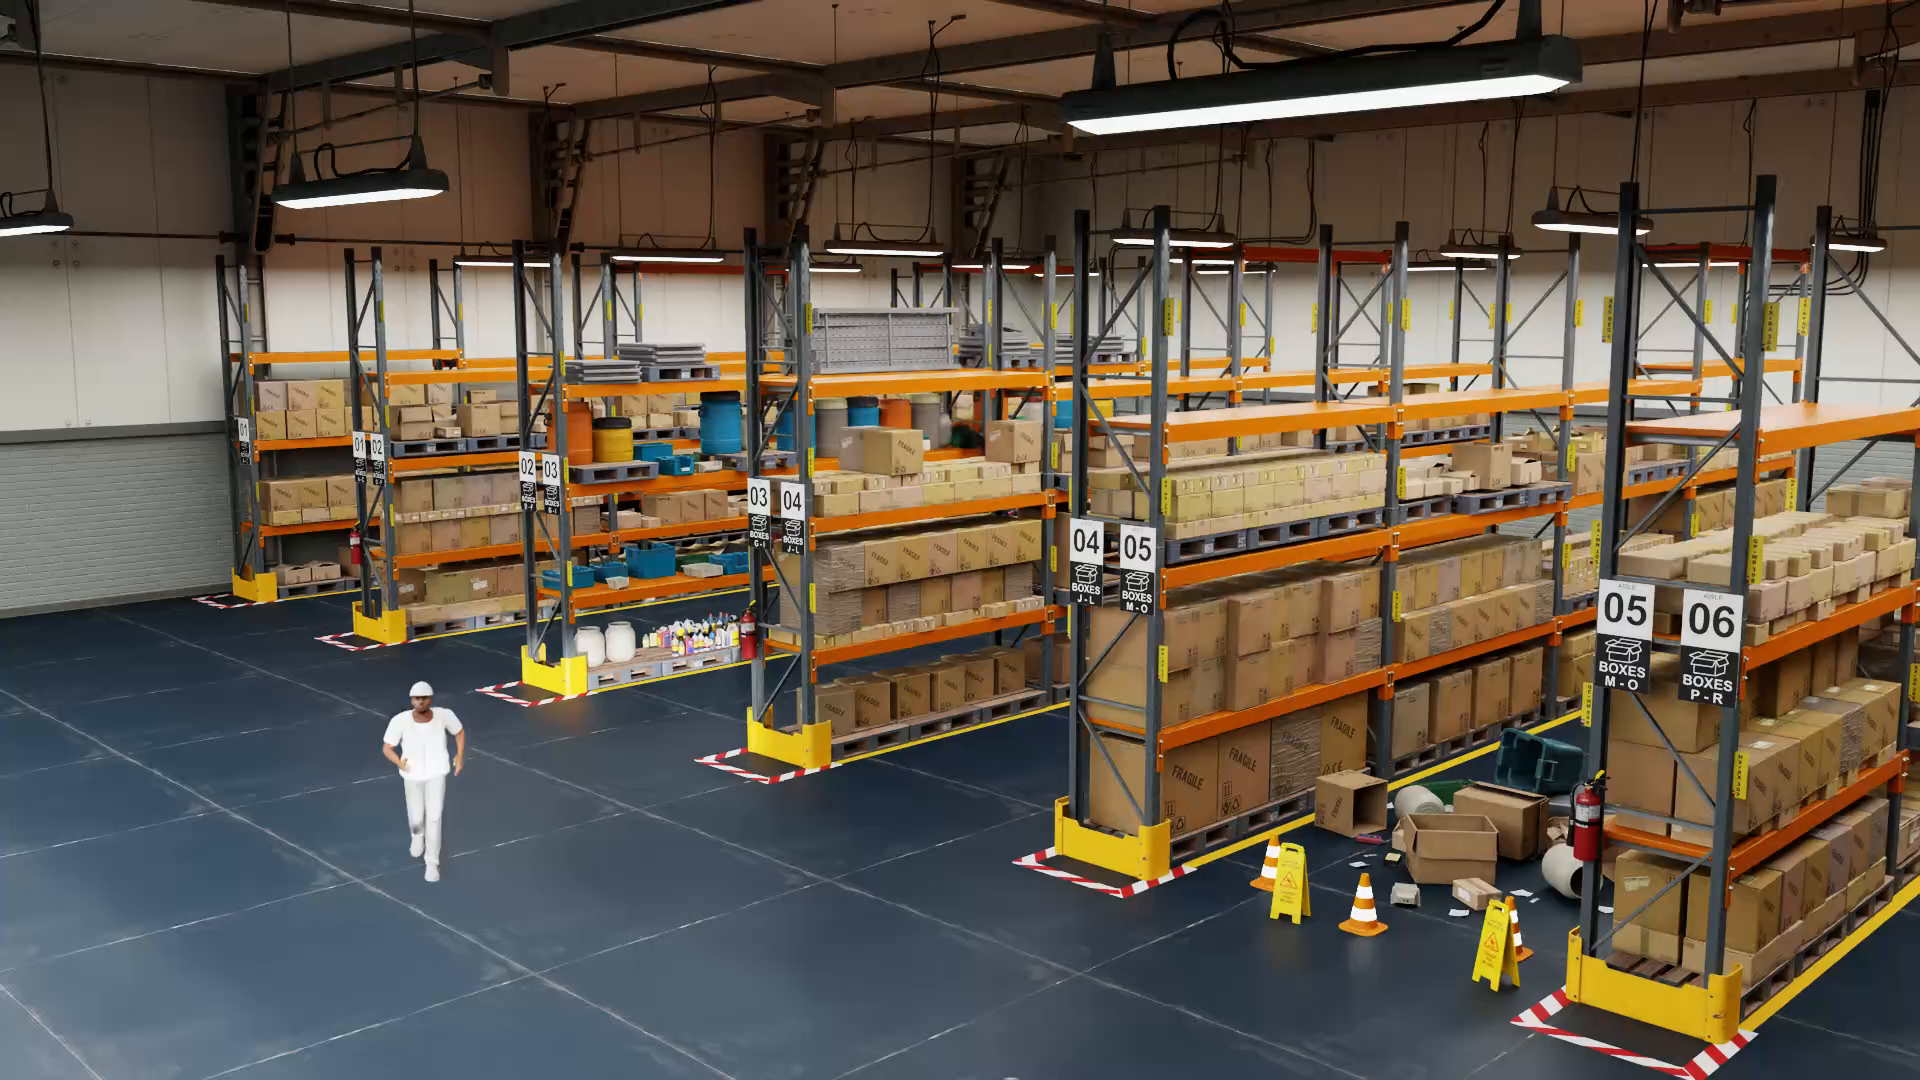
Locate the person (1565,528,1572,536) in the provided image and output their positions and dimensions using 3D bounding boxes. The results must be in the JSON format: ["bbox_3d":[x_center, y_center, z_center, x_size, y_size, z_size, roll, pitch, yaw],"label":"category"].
[{"bbox_3d":[9.348,0.655,25.881,0.648,1.689,0.633,8,11,44],"label":"person"}]

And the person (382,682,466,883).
[{"bbox_3d":[-4.887,2.154,15.209,0.725,1.776,0.841,-3,8,-17],"label":"person"}]
